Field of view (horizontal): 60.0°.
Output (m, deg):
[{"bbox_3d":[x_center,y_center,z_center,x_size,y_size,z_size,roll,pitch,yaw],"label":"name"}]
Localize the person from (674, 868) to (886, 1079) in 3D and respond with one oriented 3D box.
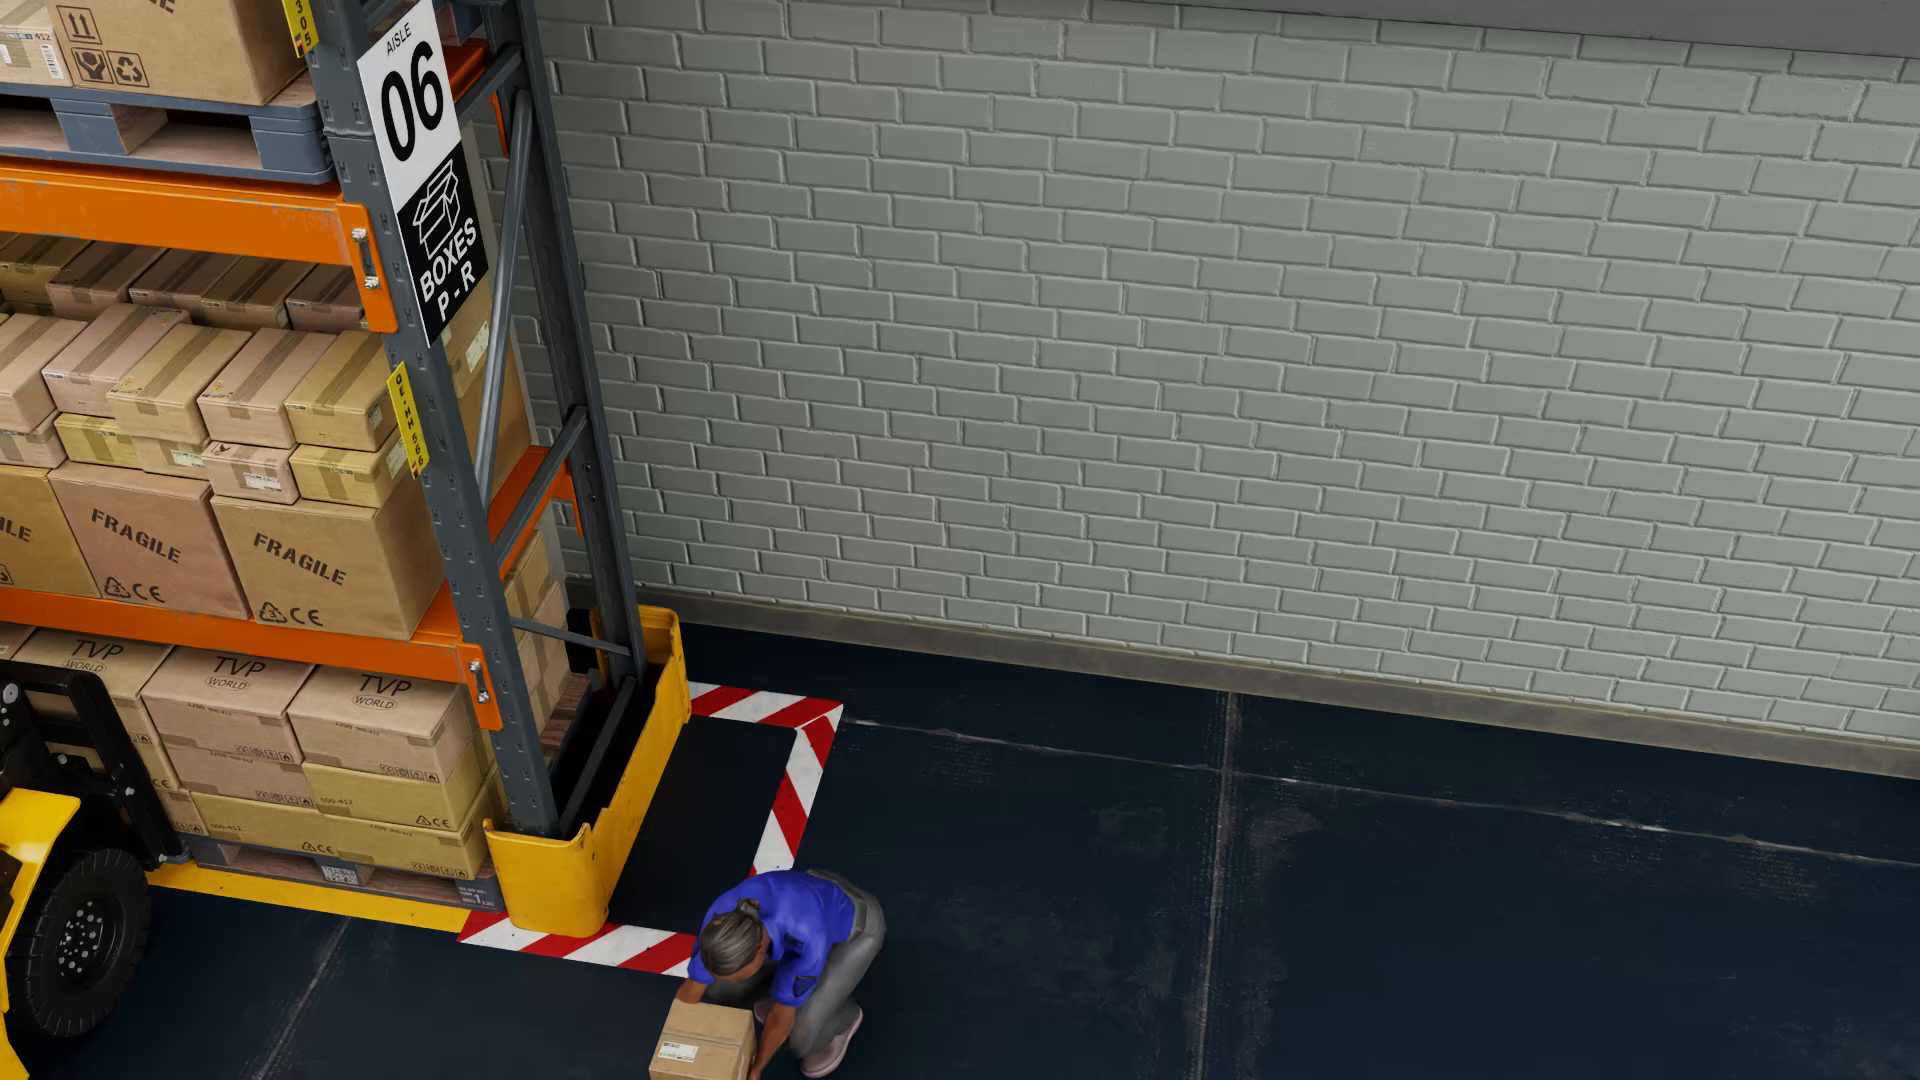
[{"bbox_3d":[-0.589,1.337,5.170,0.454,0.946,0.879,26,47,27],"label":"person"}]
